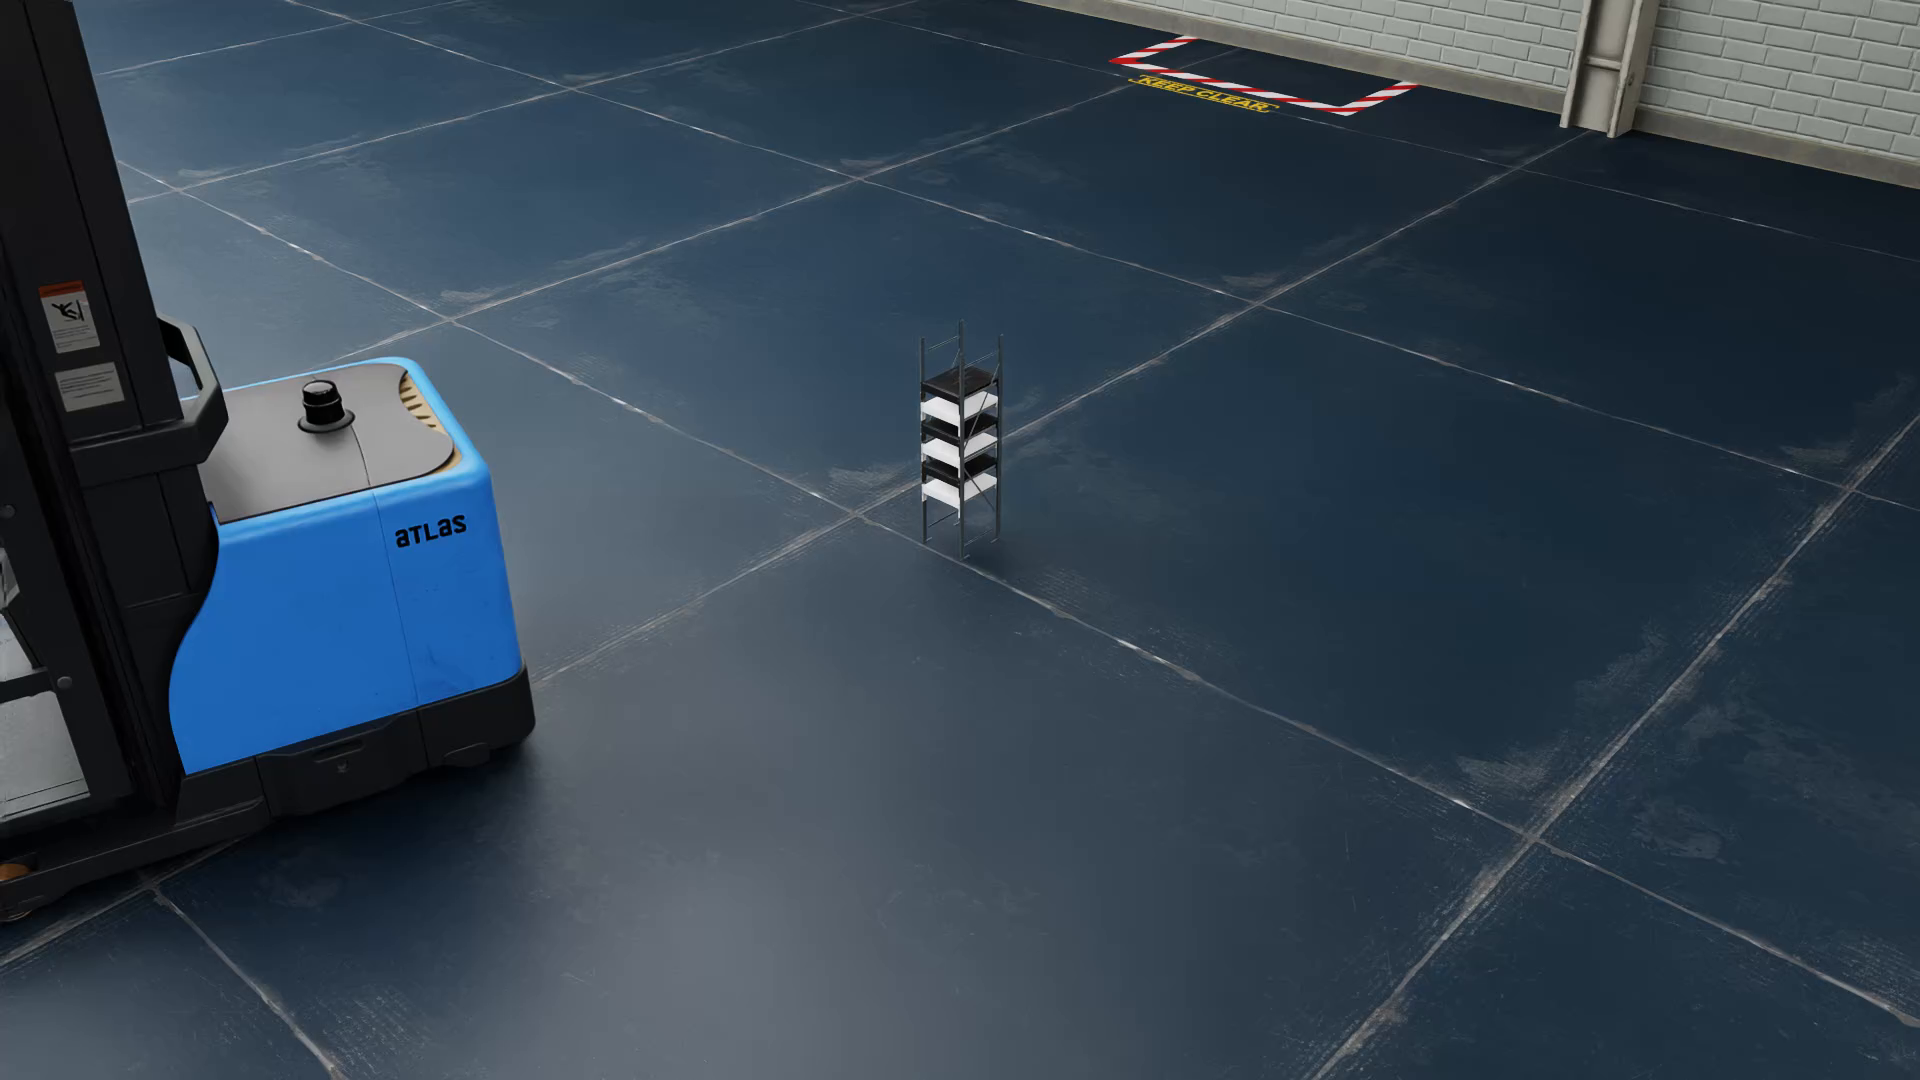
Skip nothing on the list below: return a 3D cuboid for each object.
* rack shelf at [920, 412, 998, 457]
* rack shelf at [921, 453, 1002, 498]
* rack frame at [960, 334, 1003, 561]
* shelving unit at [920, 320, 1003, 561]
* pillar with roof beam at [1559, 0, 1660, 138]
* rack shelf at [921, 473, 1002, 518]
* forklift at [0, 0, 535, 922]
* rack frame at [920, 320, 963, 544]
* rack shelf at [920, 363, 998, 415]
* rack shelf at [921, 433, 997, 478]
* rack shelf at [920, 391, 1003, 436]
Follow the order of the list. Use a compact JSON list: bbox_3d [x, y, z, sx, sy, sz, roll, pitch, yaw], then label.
[{"bbox_3d":[0.006,-0.431,6.484,0.200,0.077,0.258,25,39,35],"label":"rack shelf"},{"bbox_3d":[0.006,-0.277,6.577,0.200,0.077,0.258,25,39,35],"label":"rack shelf"},{"bbox_3d":[0.081,-0.348,6.455,0.006,0.900,0.240,25,39,35],"label":"rack frame"},{"bbox_3d":[0.006,-0.383,6.513,0.210,0.900,0.258,25,39,35],"label":"shelving unit"},{"bbox_3d":[1.506,-5.061,6.432,0.400,9.000,9.100,25,39,35],"label":"pillar with roof beam"},{"bbox_3d":[0.006,-0.200,6.623,0.200,0.077,0.258,25,39,35],"label":"rack shelf"},{"bbox_3d":[-2.963,-0.398,4.570,3.031,2.935,1.130,-16,35,-25],"label":"forklift"},{"bbox_3d":[-0.069,-0.418,6.572,0.006,0.900,0.240,25,39,35],"label":"rack frame"},{"bbox_3d":[0.006,-0.585,6.391,0.200,0.077,0.258,25,39,35],"label":"rack shelf"},{"bbox_3d":[0.006,-0.354,6.530,0.200,0.077,0.258,25,39,35],"label":"rack shelf"},{"bbox_3d":[0.006,-0.508,6.438,0.200,0.077,0.258,25,39,35],"label":"rack shelf"}]
